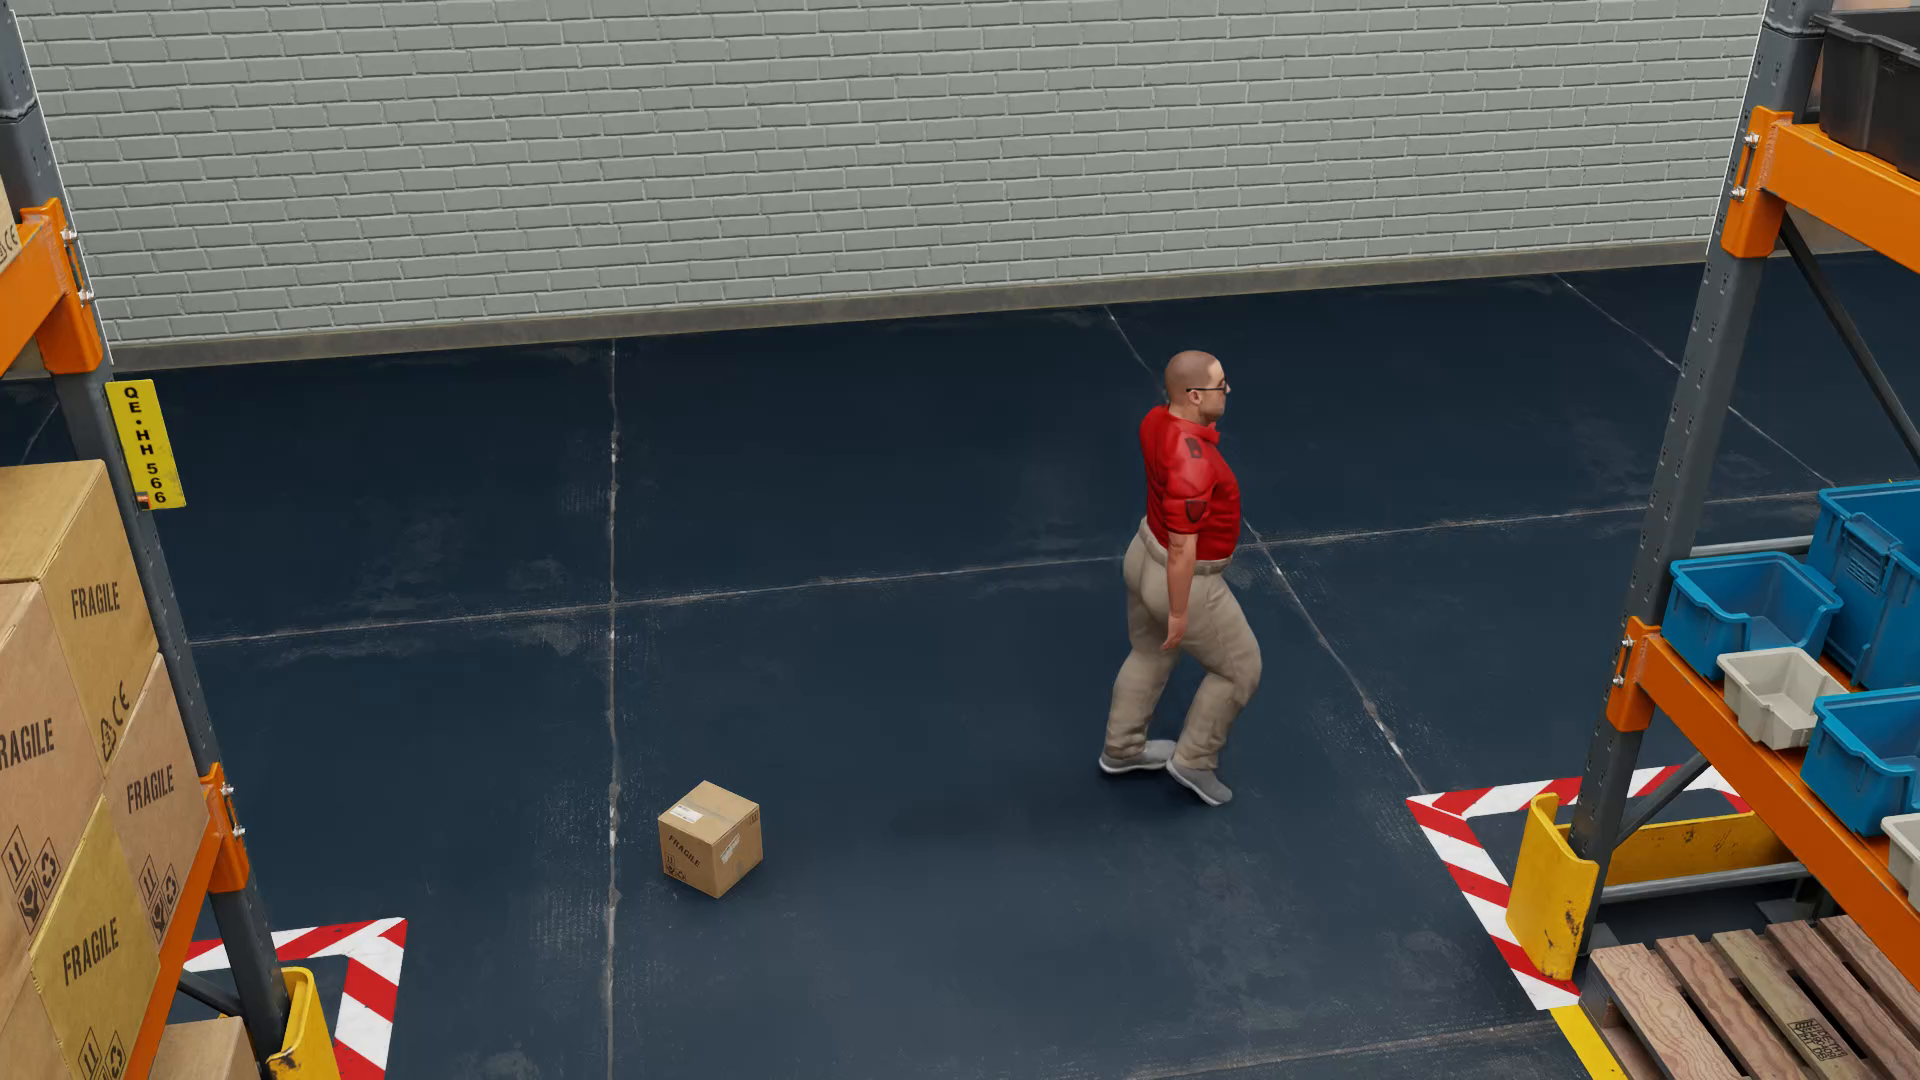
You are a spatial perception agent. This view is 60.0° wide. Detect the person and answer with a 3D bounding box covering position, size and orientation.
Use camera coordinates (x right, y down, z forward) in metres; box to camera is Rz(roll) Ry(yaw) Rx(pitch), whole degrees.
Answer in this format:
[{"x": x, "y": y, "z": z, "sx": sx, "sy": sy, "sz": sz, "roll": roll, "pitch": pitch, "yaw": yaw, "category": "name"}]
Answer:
[{"x": 0.799, "y": 0.136, "z": 5.865, "sx": 0.504, "sy": 1.541, "sz": 0.442, "roll": -7, "pitch": 31, "yaw": -12, "category": "person"}]
